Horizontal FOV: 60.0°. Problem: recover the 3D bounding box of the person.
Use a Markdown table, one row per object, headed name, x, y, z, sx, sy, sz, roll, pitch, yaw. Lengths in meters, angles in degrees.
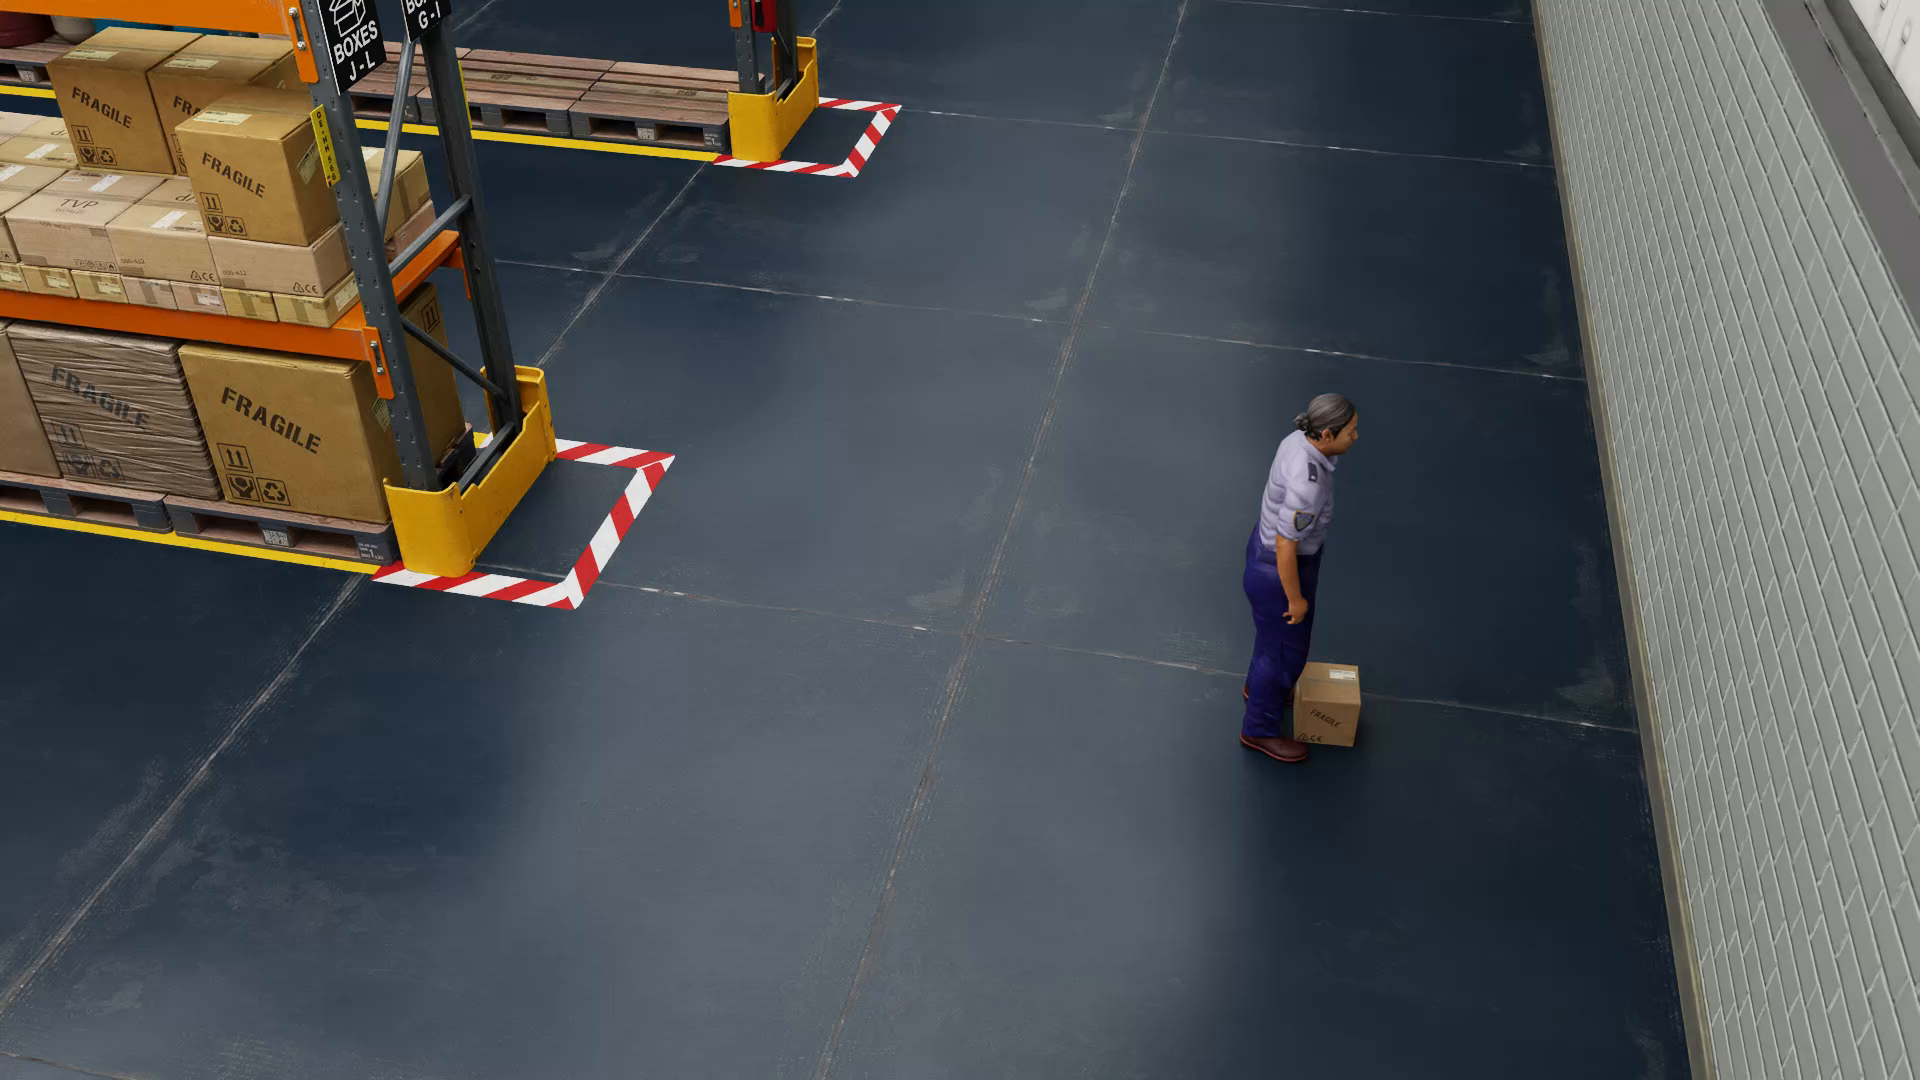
| name | x | y | z | sx | sy | sz | roll | pitch | yaw |
| --- | --- | --- | --- | --- | --- | --- | --- | --- | --- |
| person | 1.368 | 0.122 | 6.807 | 0.331 | 1.651 | 0.547 | 7 | 37 | 9 |
